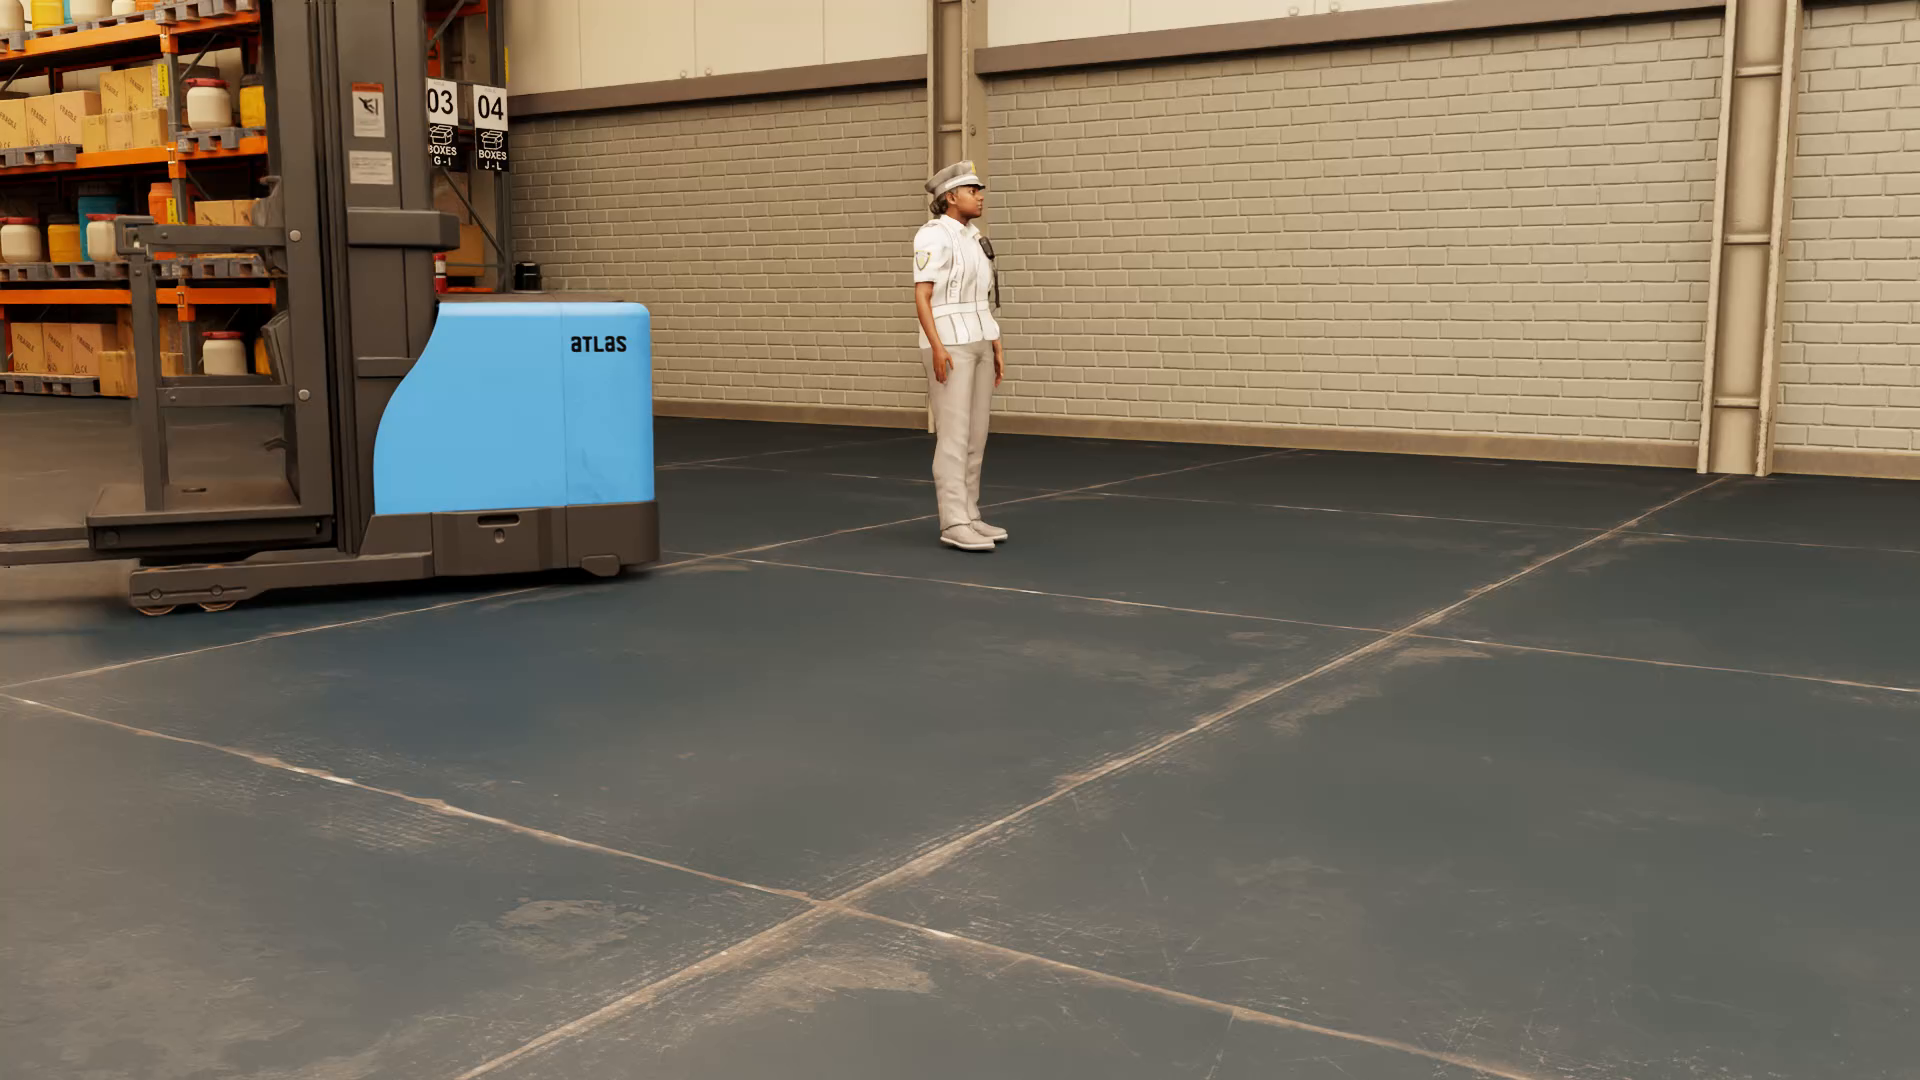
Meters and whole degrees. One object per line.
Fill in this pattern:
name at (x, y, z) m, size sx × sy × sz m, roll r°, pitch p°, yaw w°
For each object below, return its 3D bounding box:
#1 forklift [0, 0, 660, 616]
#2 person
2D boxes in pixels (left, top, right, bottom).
forklift at (-2.744, -1.273, 6.145) m, size 3.031 × 2.935 × 1.130 m, roll -4°, pitch 9°, yaw -24°
person at (0.052, -0.838, 7.426) m, size 0.528 × 1.697 × 0.570 m, roll 5°, pitch 10°, yaw 34°
